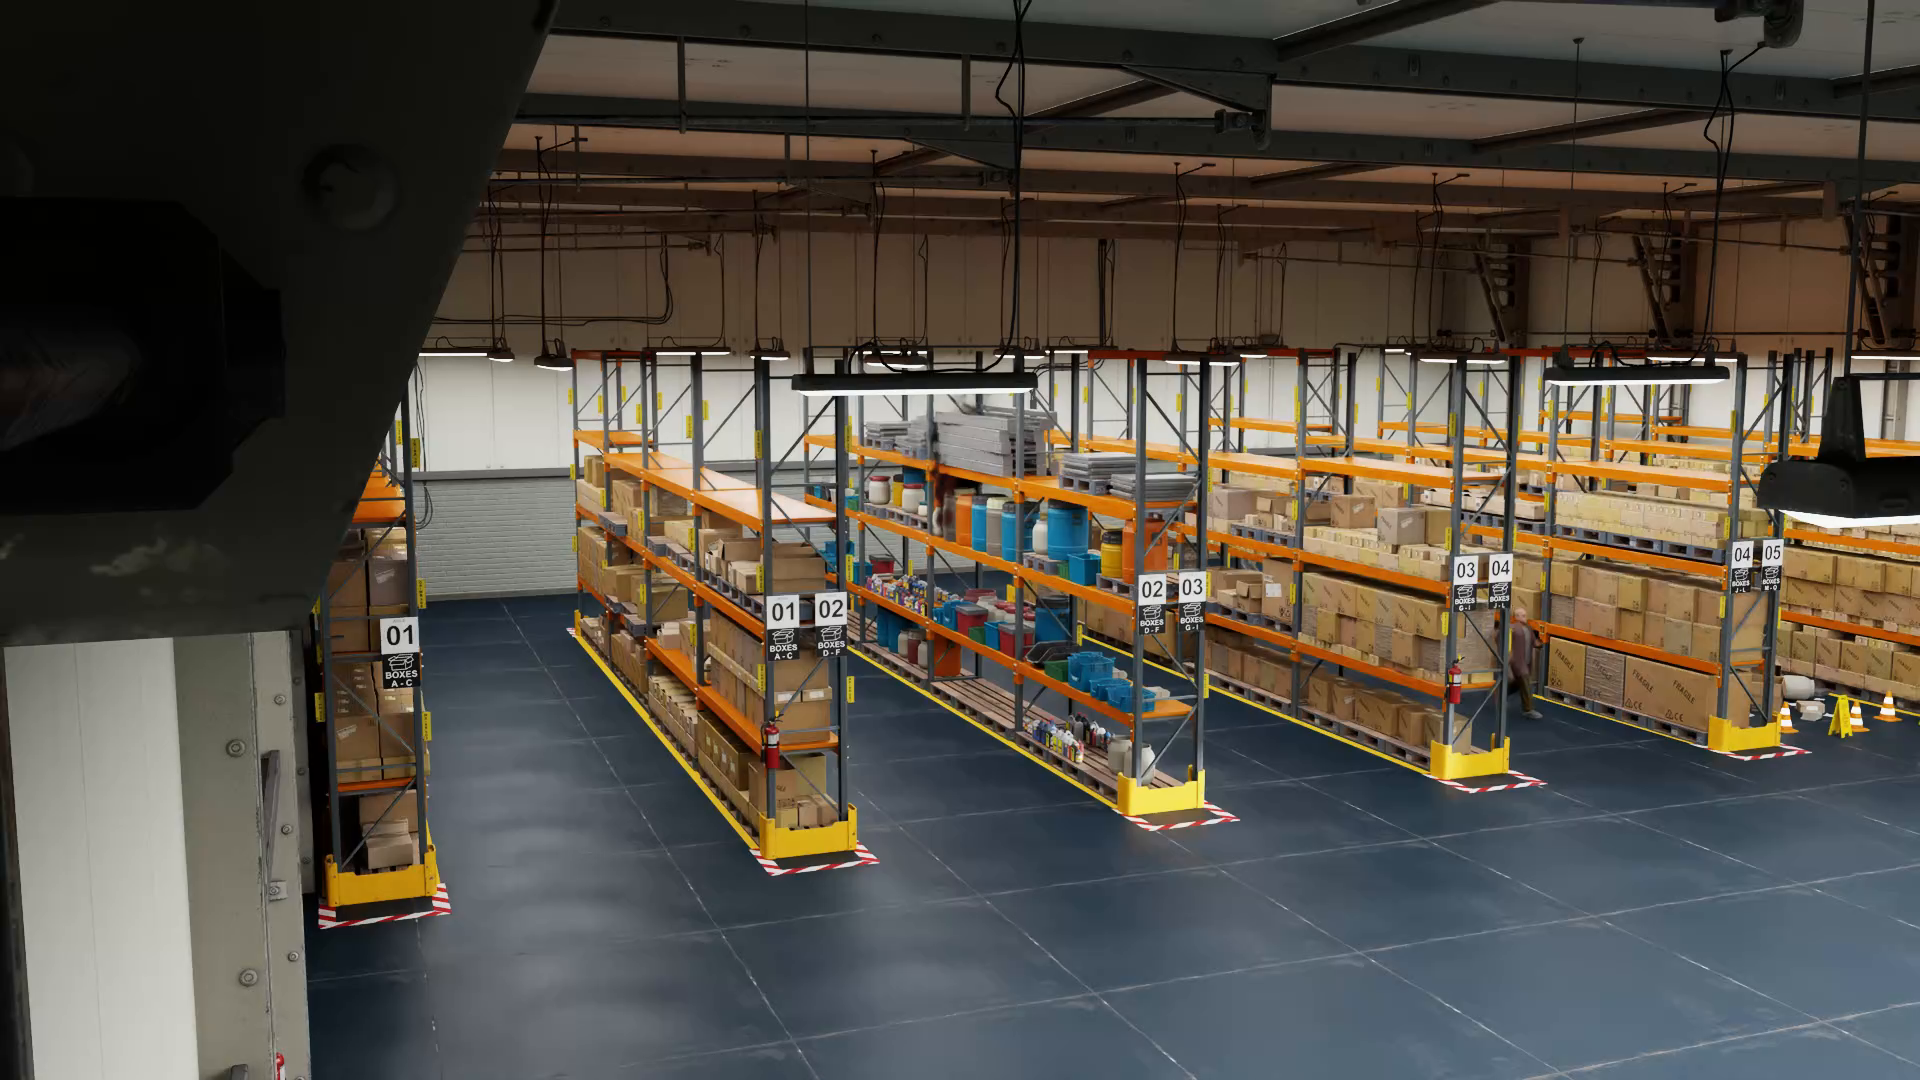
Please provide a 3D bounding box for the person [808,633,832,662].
[{"bbox_3d":[-2.411,1.608,29.089,0.648,1.742,0.590,-4,8,-31],"label":"person"}]

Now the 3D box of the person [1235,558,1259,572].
[{"bbox_3d":[7.305,0.267,42.142,0.815,1.722,0.708,-2,7,-17],"label":"person"}]

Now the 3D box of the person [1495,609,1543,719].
[{"bbox_3d":[9.273,2.007,27.544,0.708,1.754,1.061,-5,8,-33],"label":"person"}]
